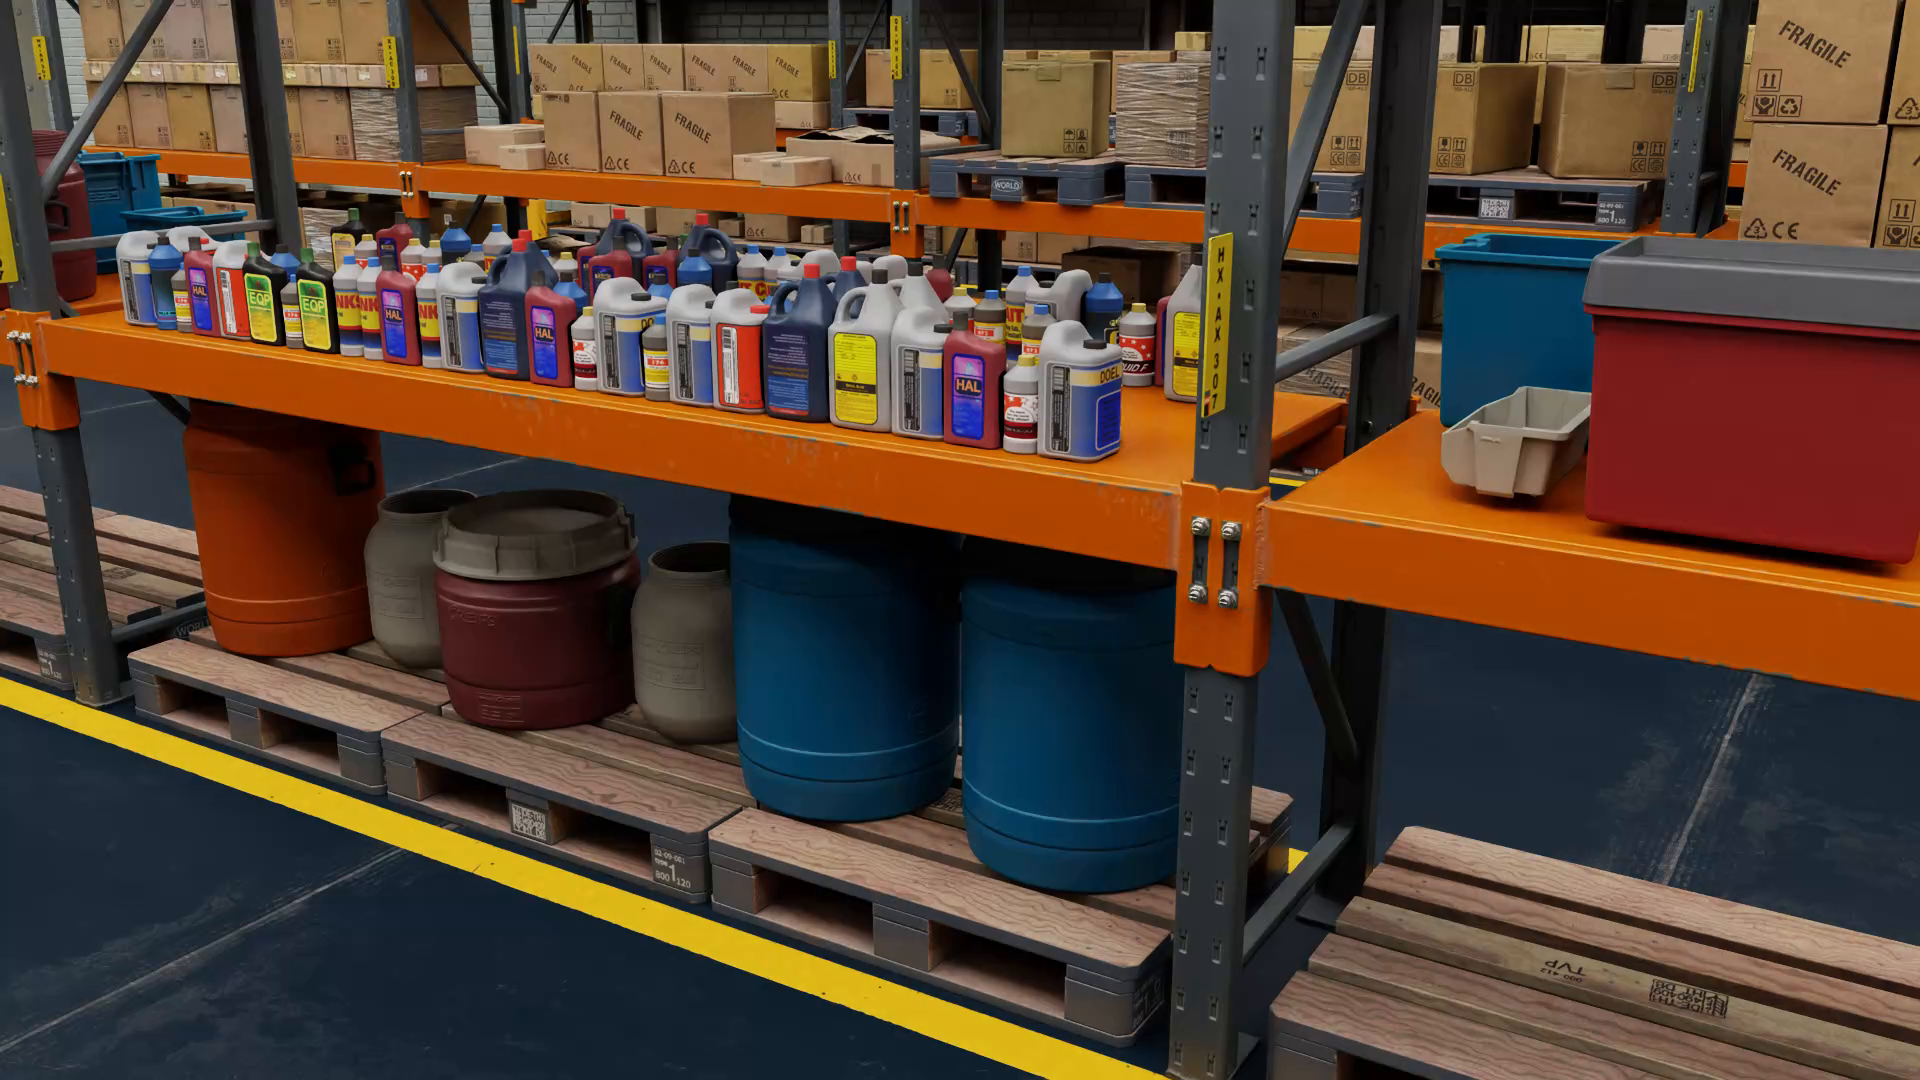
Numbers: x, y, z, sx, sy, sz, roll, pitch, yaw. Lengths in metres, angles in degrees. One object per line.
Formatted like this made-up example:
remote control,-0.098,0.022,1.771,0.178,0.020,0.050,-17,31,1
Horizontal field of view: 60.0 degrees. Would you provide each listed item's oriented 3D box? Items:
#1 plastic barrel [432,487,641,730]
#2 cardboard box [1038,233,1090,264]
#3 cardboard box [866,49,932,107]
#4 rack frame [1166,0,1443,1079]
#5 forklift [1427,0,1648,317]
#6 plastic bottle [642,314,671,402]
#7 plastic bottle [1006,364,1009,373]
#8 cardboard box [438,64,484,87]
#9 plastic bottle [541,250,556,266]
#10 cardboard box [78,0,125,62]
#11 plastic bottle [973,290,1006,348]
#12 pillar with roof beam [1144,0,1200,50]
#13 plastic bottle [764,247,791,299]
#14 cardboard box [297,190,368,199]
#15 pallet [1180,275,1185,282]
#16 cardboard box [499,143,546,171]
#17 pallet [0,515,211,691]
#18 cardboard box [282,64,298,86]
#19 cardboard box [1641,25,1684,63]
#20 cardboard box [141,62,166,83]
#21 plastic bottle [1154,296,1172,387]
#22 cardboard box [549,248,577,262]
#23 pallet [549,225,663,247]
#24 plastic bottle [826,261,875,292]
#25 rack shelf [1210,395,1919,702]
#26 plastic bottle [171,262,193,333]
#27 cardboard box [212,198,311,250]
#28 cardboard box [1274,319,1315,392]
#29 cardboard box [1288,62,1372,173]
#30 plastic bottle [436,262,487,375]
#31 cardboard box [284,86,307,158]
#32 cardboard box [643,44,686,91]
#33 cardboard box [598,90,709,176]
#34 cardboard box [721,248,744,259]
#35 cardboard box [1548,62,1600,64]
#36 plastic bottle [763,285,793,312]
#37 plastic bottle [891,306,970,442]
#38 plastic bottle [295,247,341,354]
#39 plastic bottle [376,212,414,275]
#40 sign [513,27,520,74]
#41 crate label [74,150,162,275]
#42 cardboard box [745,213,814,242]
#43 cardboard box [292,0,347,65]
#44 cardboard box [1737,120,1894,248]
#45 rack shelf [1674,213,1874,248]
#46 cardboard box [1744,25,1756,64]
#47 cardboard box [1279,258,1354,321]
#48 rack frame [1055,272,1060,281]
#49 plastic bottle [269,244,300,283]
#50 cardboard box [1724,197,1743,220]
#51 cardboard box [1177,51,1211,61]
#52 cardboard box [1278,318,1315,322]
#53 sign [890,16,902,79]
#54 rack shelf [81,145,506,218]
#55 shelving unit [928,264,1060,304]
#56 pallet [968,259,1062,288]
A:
plastic barrel,-1.262,0.193,5.012,0.708,0.588,0.600,10,20,30
cardboard box,1.077,-2.742,14.792,0.500,0.500,0.700,10,20,30
cardboard box,-0.458,-4.237,15.238,0.500,0.500,0.700,10,20,30
rack frame,0.758,-0.394,3.516,0.127,3.000,1.000,10,20,30
forklift,3.627,-2.512,10.608,1.130,2.935,3.031,1,17,4
plastic bottle,-0.716,-0.442,4.017,0.097,0.201,0.097,0,17,0
plastic bottle,0.058,-0.325,3.631,0.097,0.201,0.097,0,17,0
cardboard box,-3.591,-3.284,11.742,0.250,0.149,0.380,10,20,30
plastic bottle,-1.299,-0.805,5.212,0.097,0.201,0.097,0,17,0
cardboard box,-6.436,-4.031,13.088,0.500,0.500,0.700,10,20,30
plastic bottle,0.084,-0.558,4.399,0.097,0.201,0.097,0,17,0
pillar with roof beam,-0.374,-5.672,10.571,0.400,9.000,9.100,10,20,30
plastic bottle,-0.508,-0.697,4.737,0.097,0.271,0.097,0,17,0
cardboard box,-4.974,-2.456,13.025,0.500,0.500,0.500,10,20,30
pallet,1.869,-2.241,14.394,1.213,0.211,1.003,10,20,30
cardboard box,-2.815,-2.531,10.985,0.250,0.149,0.380,10,20,30
pallet,-3.290,0.205,6.344,1.213,0.211,1.003,10,20,30
cardboard box,-4.673,-3.338,11.922,0.250,0.149,0.380,10,20,30
cardboard box,4.980,-3.494,11.713,0.500,0.250,0.500,11,20,31
cardboard box,-5.998,-3.574,12.697,0.250,0.149,0.380,10,19,29
plastic bottle,0.555,-0.519,4.131,0.133,0.283,0.061,10,20,30
cardboard box,-2.818,-1.788,11.151,0.500,0.311,0.500,10,19,29
pallet,-3.544,-3.194,17.534,1.213,0.211,1.003,10,20,30
plastic bottle,-0.306,-0.602,4.416,0.135,0.276,0.152,10,20,30
rack shelf,2.462,0.255,2.619,4.000,0.370,1.077,10,20,30
plastic bottle,-2.284,-0.722,4.938,0.097,0.201,0.097,0,17,0
cardboard box,-5.255,-2.324,12.588,0.500,0.500,0.500,10,20,30
cardboard box,1.505,-0.869,8.624,0.500,0.500,0.500,9,19,28
cardboard box,1.816,-2.122,8.311,0.500,0.500,0.700,5,18,16
plastic bottle,-1.269,-0.586,4.362,0.135,0.276,0.152,10,20,30
cardboard box,-4.723,-3.106,12.274,0.500,0.500,0.700,10,20,31
cardboard box,-2.734,-4.589,16.260,0.500,0.500,0.500,11,20,32
cardboard box,-1.942,-2.607,10.632,0.500,0.500,0.500,10,20,30
cardboard box,-1.671,-1.768,11.085,0.500,0.311,0.500,10,19,29
cardboard box,4.554,-3.208,12.064,0.500,0.500,0.500,10,20,30
plastic bottle,-0.439,-0.478,4.015,0.097,0.271,0.097,0,17,0
plastic bottle,-0.058,-0.370,3.651,0.135,0.276,0.152,10,20,30
plastic bottle,-1.770,-0.663,4.604,0.133,0.283,0.061,10,20,30
plastic bottle,-1.886,-0.955,5.566,0.133,0.283,0.061,10,20,30
sign,-3.188,-3.489,11.849,0.005,0.325,0.100,10,20,30
crate label,-3.356,-1.237,6.232,0.616,0.435,0.502,10,20,30
cardboard box,-1.780,-3.226,16.386,0.500,0.500,0.500,8,19,26
cardboard box,-4.276,-3.648,11.825,0.500,0.500,0.700,10,20,30
cardboard box,3.645,-1.523,7.061,0.500,0.500,0.500,11,20,31
rack shelf,5.058,-0.971,6.656,4.000,0.370,1.077,10,20,30
cardboard box,5.411,-3.413,11.449,0.500,0.250,0.500,11,20,31
cardboard box,1.789,-1.355,8.935,0.500,0.250,0.500,10,19,29
rack frame,0.349,-0.512,7.002,0.015,1.200,0.240,10,20,30
plastic bottle,-1.940,-0.715,4.795,0.097,0.271,0.097,0,17,0
cardboard box,5.321,-2.086,12.064,0.750,0.750,0.750,10,20,31
cardboard box,2.129,-3.783,13.745,0.500,0.500,0.700,8,18,24
cardboard box,1.756,-1.001,9.061,0.500,0.500,0.500,9,19,28
sign,-0.343,-2.644,8.933,0.005,0.325,0.100,10,20,30
rack shelf,-5.168,-2.797,12.665,4.000,0.370,1.077,10,20,30
shelving unit,0.141,-0.549,7.124,0.503,1.200,0.258,10,20,30
pallet,0.834,-2.426,15.006,1.213,0.211,1.003,10,20,30
